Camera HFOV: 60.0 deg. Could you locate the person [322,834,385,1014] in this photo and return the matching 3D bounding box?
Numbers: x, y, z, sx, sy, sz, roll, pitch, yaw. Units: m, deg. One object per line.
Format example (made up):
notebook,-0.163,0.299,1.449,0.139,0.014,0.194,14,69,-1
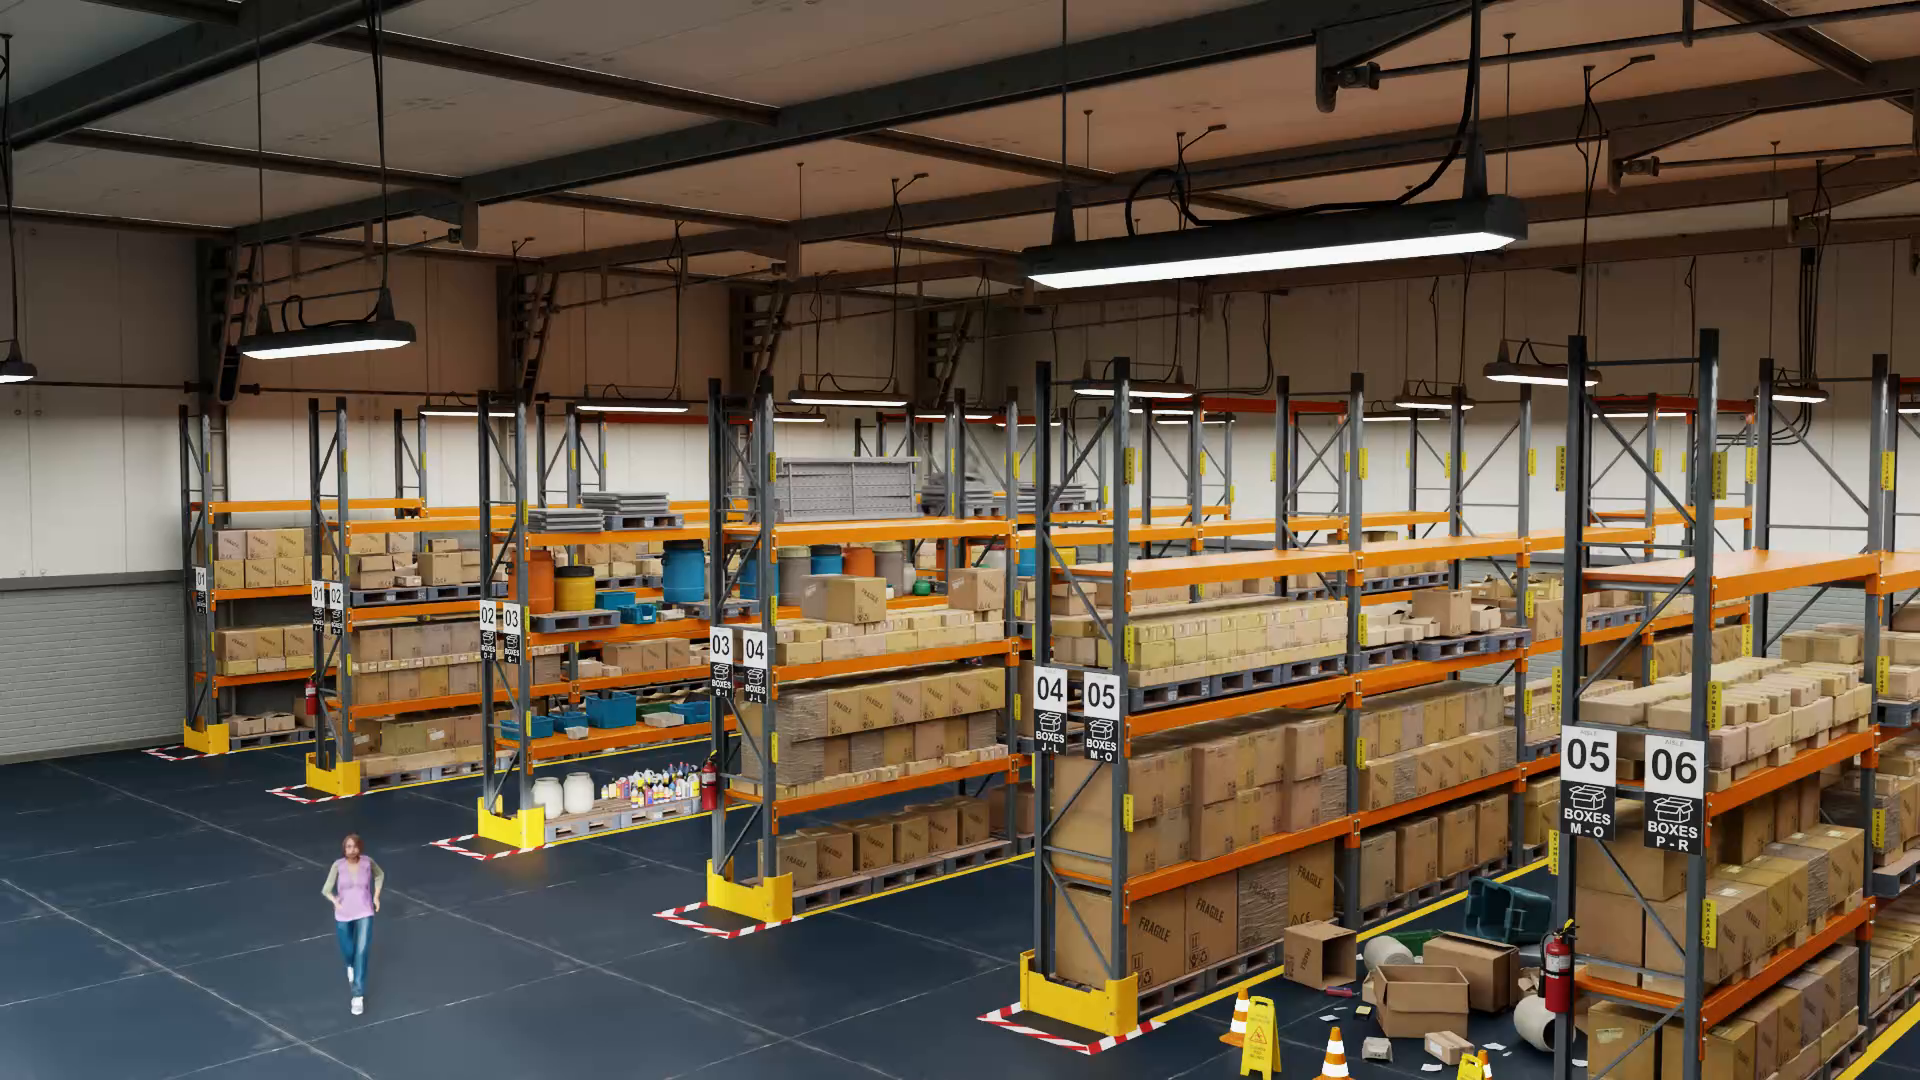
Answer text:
person,-5.678,3.544,15.581,0.547,1.579,0.872,-1,3,-18
